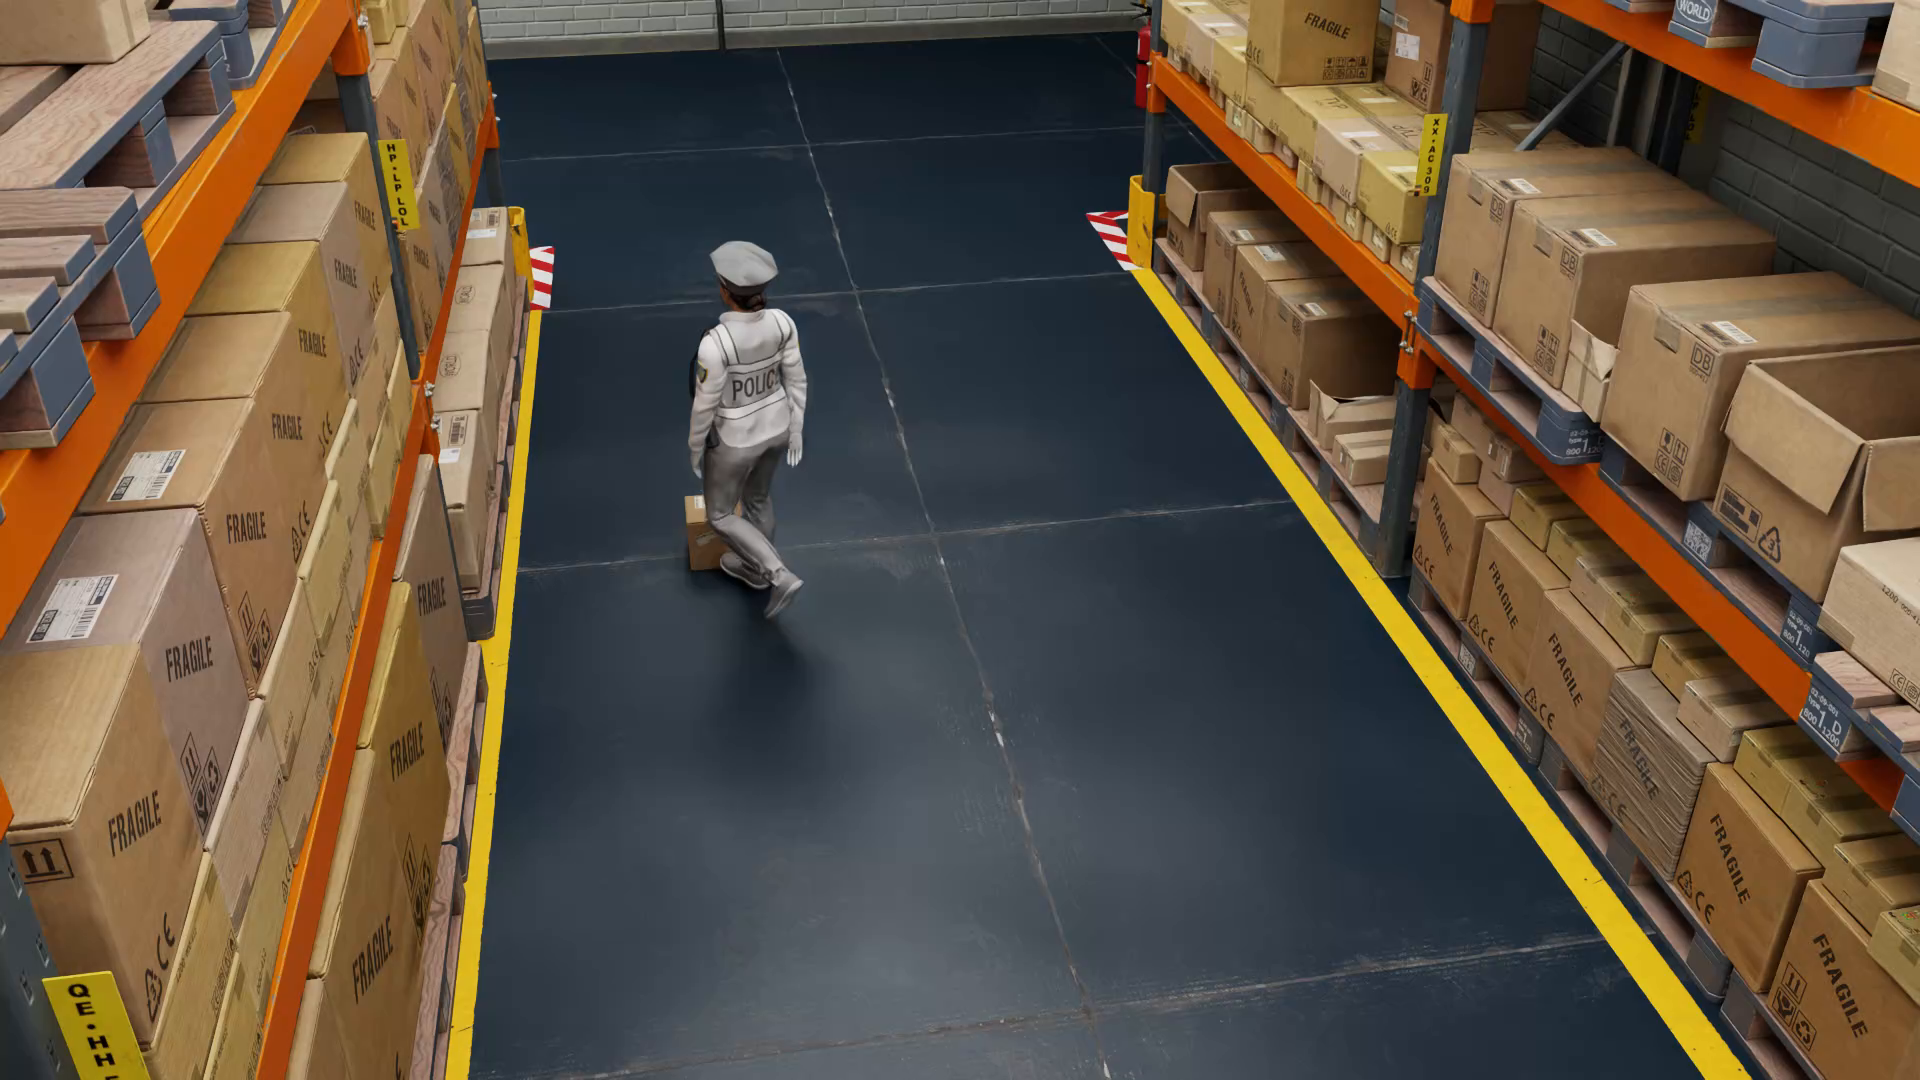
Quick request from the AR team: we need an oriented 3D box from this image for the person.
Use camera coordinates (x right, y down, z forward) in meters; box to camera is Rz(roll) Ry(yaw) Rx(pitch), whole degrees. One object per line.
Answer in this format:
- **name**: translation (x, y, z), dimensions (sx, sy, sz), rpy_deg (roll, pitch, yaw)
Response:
- **person**: translation (-0.871, -0.429, 6.820), dimensions (0.733, 1.664, 0.495), rpy_deg (26, 40, 37)
